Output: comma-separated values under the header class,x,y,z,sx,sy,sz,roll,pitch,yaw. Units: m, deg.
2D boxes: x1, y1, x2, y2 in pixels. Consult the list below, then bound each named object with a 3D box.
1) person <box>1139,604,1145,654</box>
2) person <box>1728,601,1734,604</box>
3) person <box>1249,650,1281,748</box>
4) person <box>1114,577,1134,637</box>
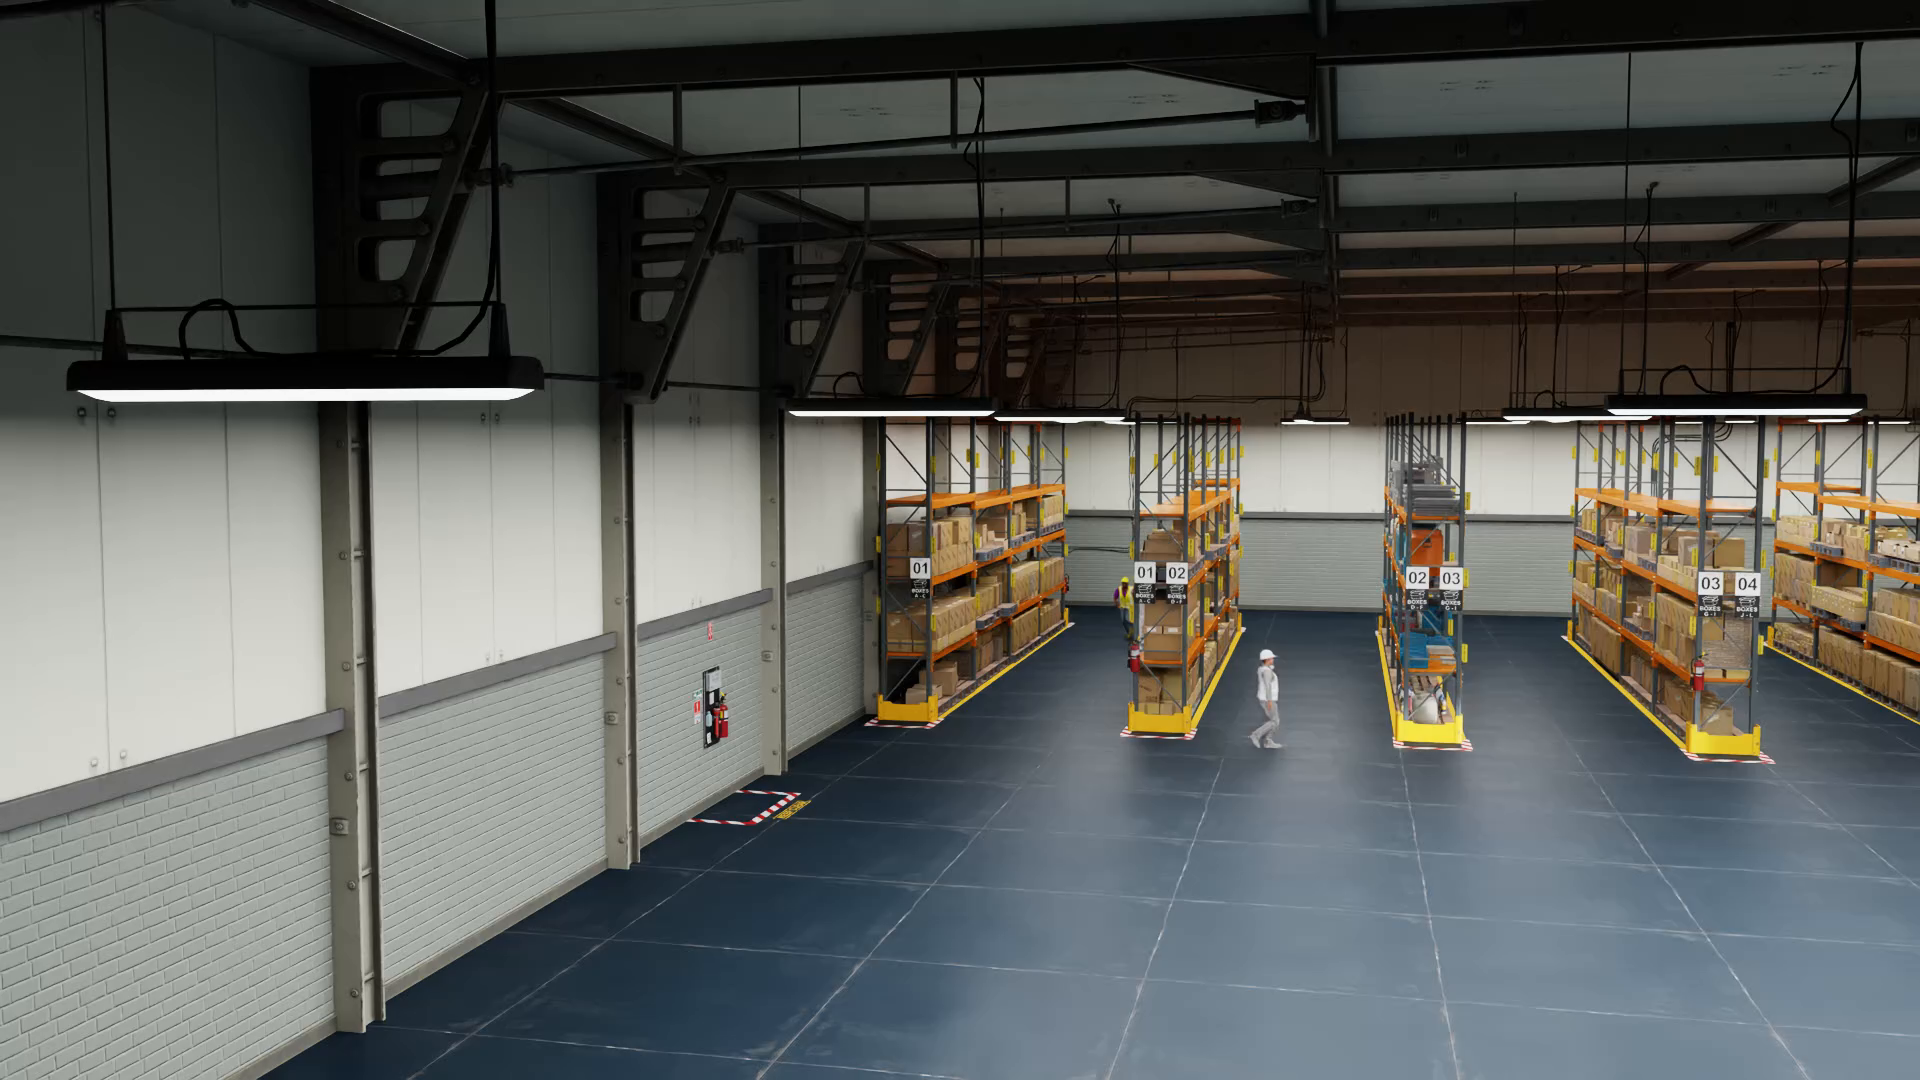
class,x,y,z,sx,sy,sz,roll,pitch,yaw
person,4.665,1.987,41.967,0.602,1.724,1.034,1,4,14
person,20.745,1.781,44.985,0.630,1.753,0.557,1,4,10
person,5.423,2.830,29.515,0.608,1.765,0.555,0,4,-2
person,4.541,1.833,45.209,0.711,1.667,0.693,2,4,23
